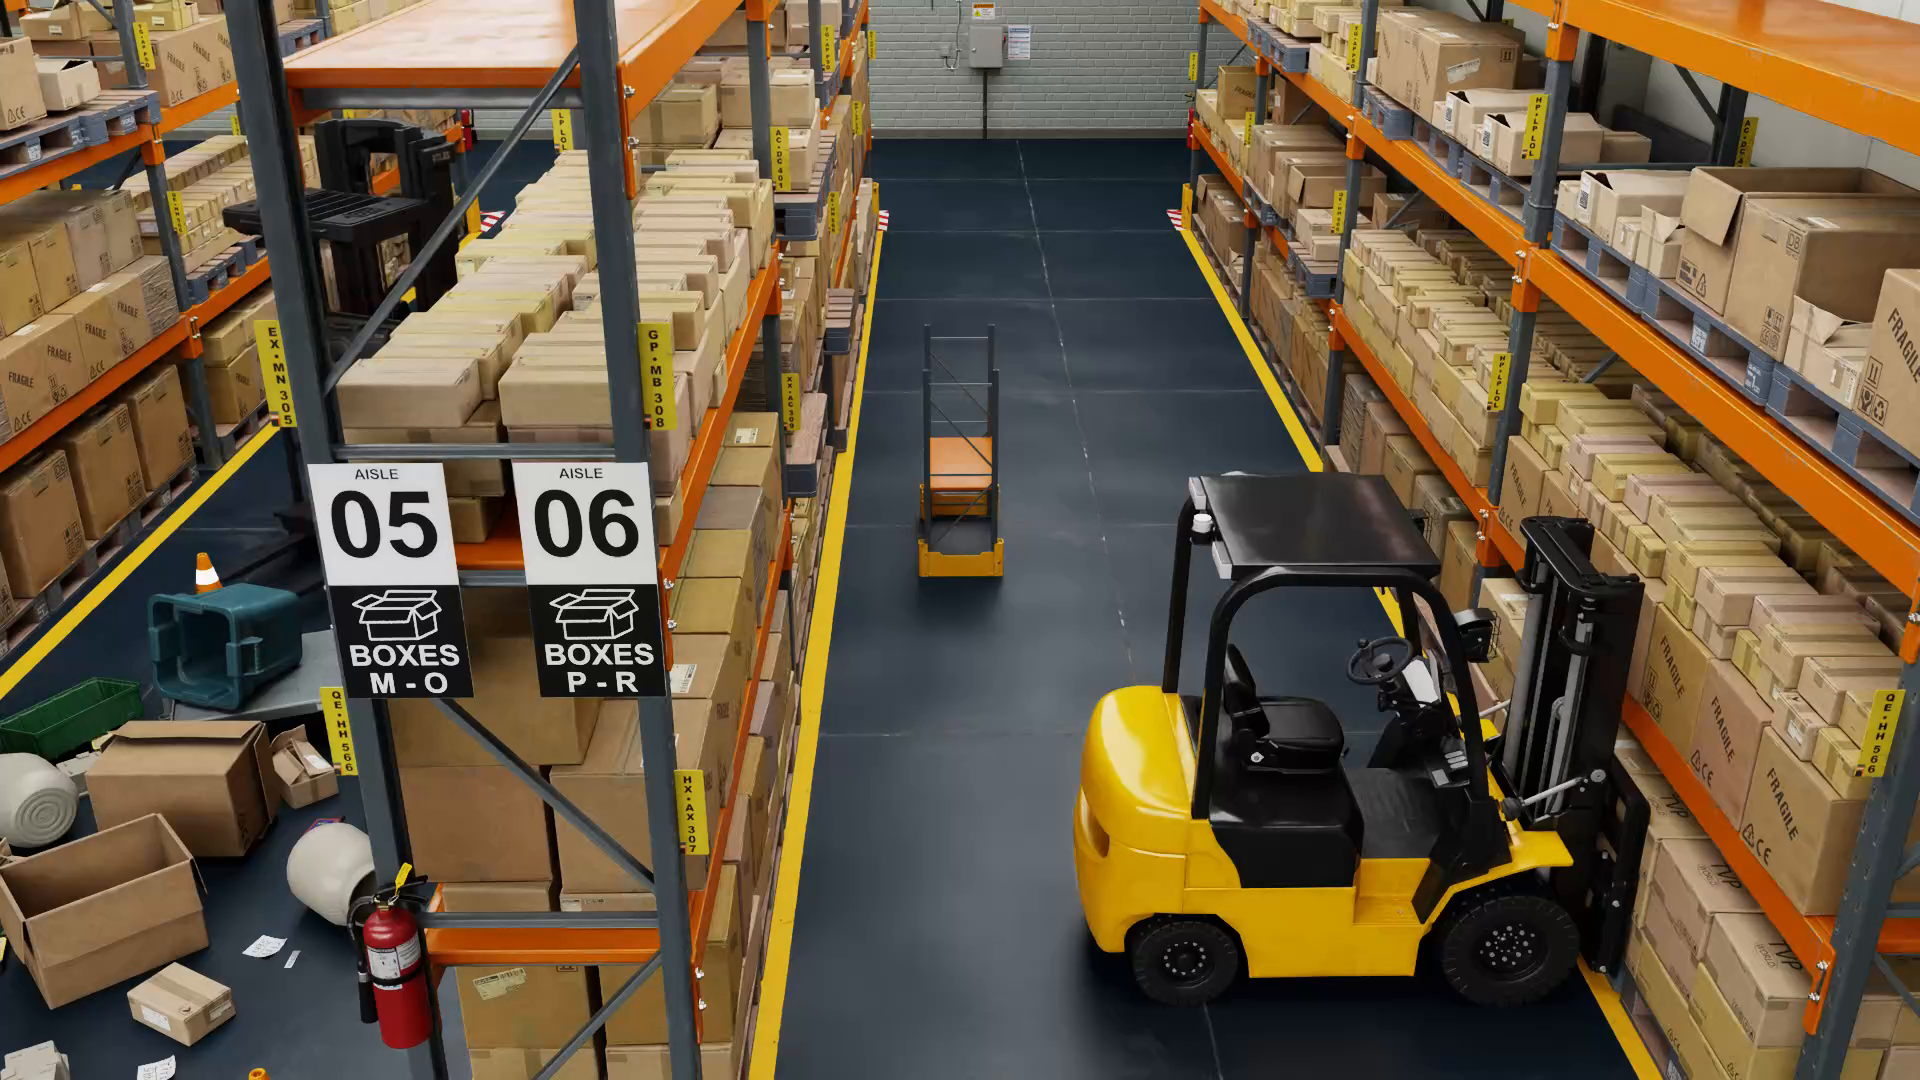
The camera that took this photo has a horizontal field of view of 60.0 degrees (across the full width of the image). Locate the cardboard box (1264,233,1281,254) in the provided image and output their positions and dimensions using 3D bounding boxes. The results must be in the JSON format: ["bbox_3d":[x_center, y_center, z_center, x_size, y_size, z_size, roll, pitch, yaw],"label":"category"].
[{"bbox_3d":[3.194,-2.903,16.288,0.380,0.149,0.250,-1,24,-3],"label":"cardboard box"}]

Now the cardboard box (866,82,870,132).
[{"bbox_3d":[-1.331,-5.148,19.755,0.500,0.500,0.500,0,24,0],"label":"cardboard box"}]

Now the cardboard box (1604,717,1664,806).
[{"bbox_3d":[3.195,1.060,7.764,0.500,0.250,0.500,-1,24,-2],"label":"cardboard box"}]

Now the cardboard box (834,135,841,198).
[{"bbox_3d":[-1.280,-3.127,14.072,0.500,0.500,0.500,0,24,1],"label":"cardboard box"}]

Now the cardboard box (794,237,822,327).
[{"bbox_3d":[-1.208,-1.769,11.413,0.500,0.500,0.500,-2,24,-4],"label":"cardboard box"}]

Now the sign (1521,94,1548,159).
[{"bbox_3d":[2.950,-2.118,8.528,0.100,0.325,0.005,0,24,-1],"label":"sign"}]

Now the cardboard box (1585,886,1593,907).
[{"bbox_3d":[3.195,1.513,7.974,0.500,0.250,0.500,1,24,1],"label":"cardboard box"}]

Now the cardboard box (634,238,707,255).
[{"bbox_3d":[-1.212,-1.097,6.616,0.380,0.149,0.250,0,24,1],"label":"cardboard box"}]

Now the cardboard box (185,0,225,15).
[{"bbox_3d":[-6.621,-4.556,14.292,0.797,0.503,0.637,-1,24,-1],"label":"cardboard box"}]

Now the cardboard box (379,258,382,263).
[{"bbox_3d":[-6.283,-2.871,17.429,0.380,0.149,0.250,0,24,0],"label":"cardboard box"}]

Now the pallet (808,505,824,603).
[{"bbox_3d":[-1.497,0.090,11.677,1.003,0.211,1.213,0,24,-1],"label":"pallet"}]

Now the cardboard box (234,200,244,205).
[{"bbox_3d":[-6.283,-2.780,14.075,0.380,0.149,0.250,0,24,0],"label":"cardboard box"}]

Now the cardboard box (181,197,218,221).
[{"bbox_3d":[-6.278,-2.691,13.516,0.380,0.149,0.250,0,24,-1],"label":"cardboard box"}]

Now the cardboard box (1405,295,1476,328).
[{"bbox_3d":[3.143,-1.495,10.891,0.380,0.149,0.250,-1,24,-2],"label":"cardboard box"}]

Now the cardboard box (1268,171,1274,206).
[{"bbox_3d":[3.037,-3.232,15.292,0.396,0.266,0.258,1,24,2],"label":"cardboard box"}]

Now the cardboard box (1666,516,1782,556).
[{"bbox_3d":[3.299,0.014,7.193,0.380,0.149,0.250,0,24,0],"label":"cardboard box"}]

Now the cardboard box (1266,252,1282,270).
[{"bbox_3d":[3.224,-2.761,16.334,0.380,0.149,0.250,-1,24,-2],"label":"cardboard box"}]

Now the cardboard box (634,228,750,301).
[{"bbox_3d":[-1.199,-1.190,7.306,0.500,0.250,0.500,-1,24,-1],"label":"cardboard box"}]

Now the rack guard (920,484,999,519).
[{"bbox_3d":[-0.005,-0.288,12.466,0.587,0.250,0.087,0,24,-1],"label":"rack guard"}]

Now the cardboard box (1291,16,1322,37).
[{"bbox_3d":[3.054,-4.407,14.270,0.380,0.149,0.250,0,24,1],"label":"cardboard box"}]

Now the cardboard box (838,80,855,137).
[{"bbox_3d":[-1.321,-4.350,16.777,0.500,0.500,0.500,0,24,0],"label":"cardboard box"}]

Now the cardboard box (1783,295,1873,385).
[{"bbox_3d":[3.221,-0.718,5.973,0.396,0.266,0.258,0,24,0],"label":"cardboard box"}]

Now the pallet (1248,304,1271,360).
[{"bbox_3d":[3.452,-2.070,16.454,1.003,0.211,1.213,0,24,-1],"label":"pallet"}]

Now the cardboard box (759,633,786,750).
[{"bbox_3d":[-1.188,0.817,8.605,0.500,0.500,0.500,0,24,0],"label":"cardboard box"}]

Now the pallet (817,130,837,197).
[{"bbox_3d":[-1.385,-2.319,10.208,1.213,0.211,1.003,0,24,-1],"label":"pallet"}]

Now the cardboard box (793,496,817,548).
[{"bbox_3d":[-1.499,-0.148,11.500,0.950,0.372,0.625,1,24,1],"label":"cardboard box"}]

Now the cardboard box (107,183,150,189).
[{"bbox_3d":[-6.933,-2.908,13.997,0.380,0.149,0.250,0,24,-1],"label":"cardboard box"}]

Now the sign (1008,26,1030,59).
[{"bbox_3d":[0.908,-7.617,25.450,0.329,0.494,0.001,0,24,-1],"label":"sign"}]

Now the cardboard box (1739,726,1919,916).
[{"bbox_3d":[3.269,1.022,6.112,0.500,0.500,0.500,-1,24,-2],"label":"cardboard box"}]

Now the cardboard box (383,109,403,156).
[{"bbox_3d":[-6.242,-4.386,17.708,0.500,0.500,0.500,-1,24,-2],"label":"cardboard box"}]

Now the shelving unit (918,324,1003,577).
[{"bbox_3d":[0.001,-0.652,11.755,0.587,1.500,1.083,0,24,-1],"label":"shelving unit"}]

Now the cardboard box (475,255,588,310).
[{"bbox_3d":[-1.635,-0.986,6.370,0.380,0.149,0.250,-1,24,-2],"label":"cardboard box"}]

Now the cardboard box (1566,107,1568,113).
[{"bbox_3d":[3.549,-2.648,10.360,0.380,0.166,0.250,0,24,-1],"label":"cardboard box"}]

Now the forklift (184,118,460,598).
[{"bbox_3d":[-4.159,-1.302,11.456,1.130,2.935,3.031,10,26,21],"label":"forklift"}]

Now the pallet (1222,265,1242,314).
[{"bbox_3d":[3.399,-2.688,17.821,1.003,0.211,1.213,0,24,-1],"label":"pallet"}]

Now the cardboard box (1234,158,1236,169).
[{"bbox_3d":[3.122,-4.014,17.673,0.380,0.149,0.250,0,24,1],"label":"cardboard box"}]

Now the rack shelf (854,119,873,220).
[{"bbox_3d":[-1.579,-4.148,18.538,1.077,0.370,4.000,0,24,-1],"label":"rack shelf"}]

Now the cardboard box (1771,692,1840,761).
[{"bbox_3d":[3.220,0.681,6.079,0.380,0.149,0.250,0,24,0],"label":"cardboard box"}]

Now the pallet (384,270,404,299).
[{"bbox_3d":[-6.549,-2.594,17.613,1.003,0.211,1.213,0,24,-1],"label":"pallet"}]

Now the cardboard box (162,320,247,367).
[{"bbox_3d":[-6.228,-1.619,13.687,0.500,0.250,0.500,-1,24,-3],"label":"cardboard box"}]

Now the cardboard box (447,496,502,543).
[{"bbox_3d":[-1.710,-0.105,5.390,0.380,0.149,0.250,0,24,0],"label":"cardboard box"}]

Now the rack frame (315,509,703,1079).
[{"bbox_3d":[-1.427,1.293,5.635,1.000,3.000,0.127,0,24,-1],"label":"rack frame"}]

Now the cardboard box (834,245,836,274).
[{"bbox_3d":[-1.291,-2.349,13.870,0.500,0.250,0.500,-1,24,-2],"label":"cardboard box"}]

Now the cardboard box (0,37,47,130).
[{"bbox_3d":[-6.164,-2.874,10.455,0.500,0.500,0.500,0,24,-1],"label":"cardboard box"}]

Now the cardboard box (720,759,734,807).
[{"bbox_3d":[-1.119,0.948,6.702,0.380,0.149,0.250,0,24,0],"label":"cardboard box"}]

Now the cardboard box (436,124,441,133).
[{"bbox_3d":[-6.281,-4.783,19.373,0.380,0.149,0.250,0,24,-1],"label":"cardboard box"}]

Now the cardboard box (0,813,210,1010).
[{"bbox_3d":[-3.977,1.718,7.724,0.797,0.503,0.637,-19,31,-36],"label":"cardboard box"}]

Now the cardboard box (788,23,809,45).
[{"bbox_3d":[-1.387,-4.325,14.190,0.380,0.166,0.250,2,24,4],"label":"cardboard box"}]

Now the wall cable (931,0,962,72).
[{"bbox_3d":[-0.268,-8.098,25.164,0.588,1.984,0.122,0,24,-1],"label":"wall cable"}]

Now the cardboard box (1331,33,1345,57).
[{"bbox_3d":[3.198,-3.970,13.329,0.380,0.149,0.250,0,24,-1],"label":"cardboard box"}]

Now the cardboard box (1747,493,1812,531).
[{"bbox_3d":[3.752,-0.093,7.430,0.380,0.149,0.250,0,24,1],"label":"cardboard box"}]

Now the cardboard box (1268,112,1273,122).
[{"bbox_3d":[3.643,-4.571,18.420,0.500,0.250,0.500,0,24,-1],"label":"cardboard box"}]

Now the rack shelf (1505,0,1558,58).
[{"bbox_3d":[3.471,-3.427,10.148,1.077,0.370,4.000,0,24,-1],"label":"rack shelf"}]

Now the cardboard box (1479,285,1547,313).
[{"bbox_3d":[3.691,-1.603,11.129,0.380,0.149,0.250,0,24,1],"label":"cardboard box"}]

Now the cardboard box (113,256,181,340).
[{"bbox_3d":[-6.189,-1.801,12.354,0.500,0.500,0.500,0,24,-1],"label":"cardboard box"}]

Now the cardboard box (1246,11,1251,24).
[{"bbox_3d":[3.113,-5.286,16.846,0.380,0.149,0.250,1,24,1],"label":"cardboard box"}]

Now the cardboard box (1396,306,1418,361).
[{"bbox_3d":[3.233,-1.370,11.099,0.500,0.250,0.500,0,24,0],"label":"cardboard box"}]

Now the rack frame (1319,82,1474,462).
[{"bbox_3d":[3.449,-2.027,12.976,1.000,3.000,0.127,0,24,-1],"label":"rack frame"}]
